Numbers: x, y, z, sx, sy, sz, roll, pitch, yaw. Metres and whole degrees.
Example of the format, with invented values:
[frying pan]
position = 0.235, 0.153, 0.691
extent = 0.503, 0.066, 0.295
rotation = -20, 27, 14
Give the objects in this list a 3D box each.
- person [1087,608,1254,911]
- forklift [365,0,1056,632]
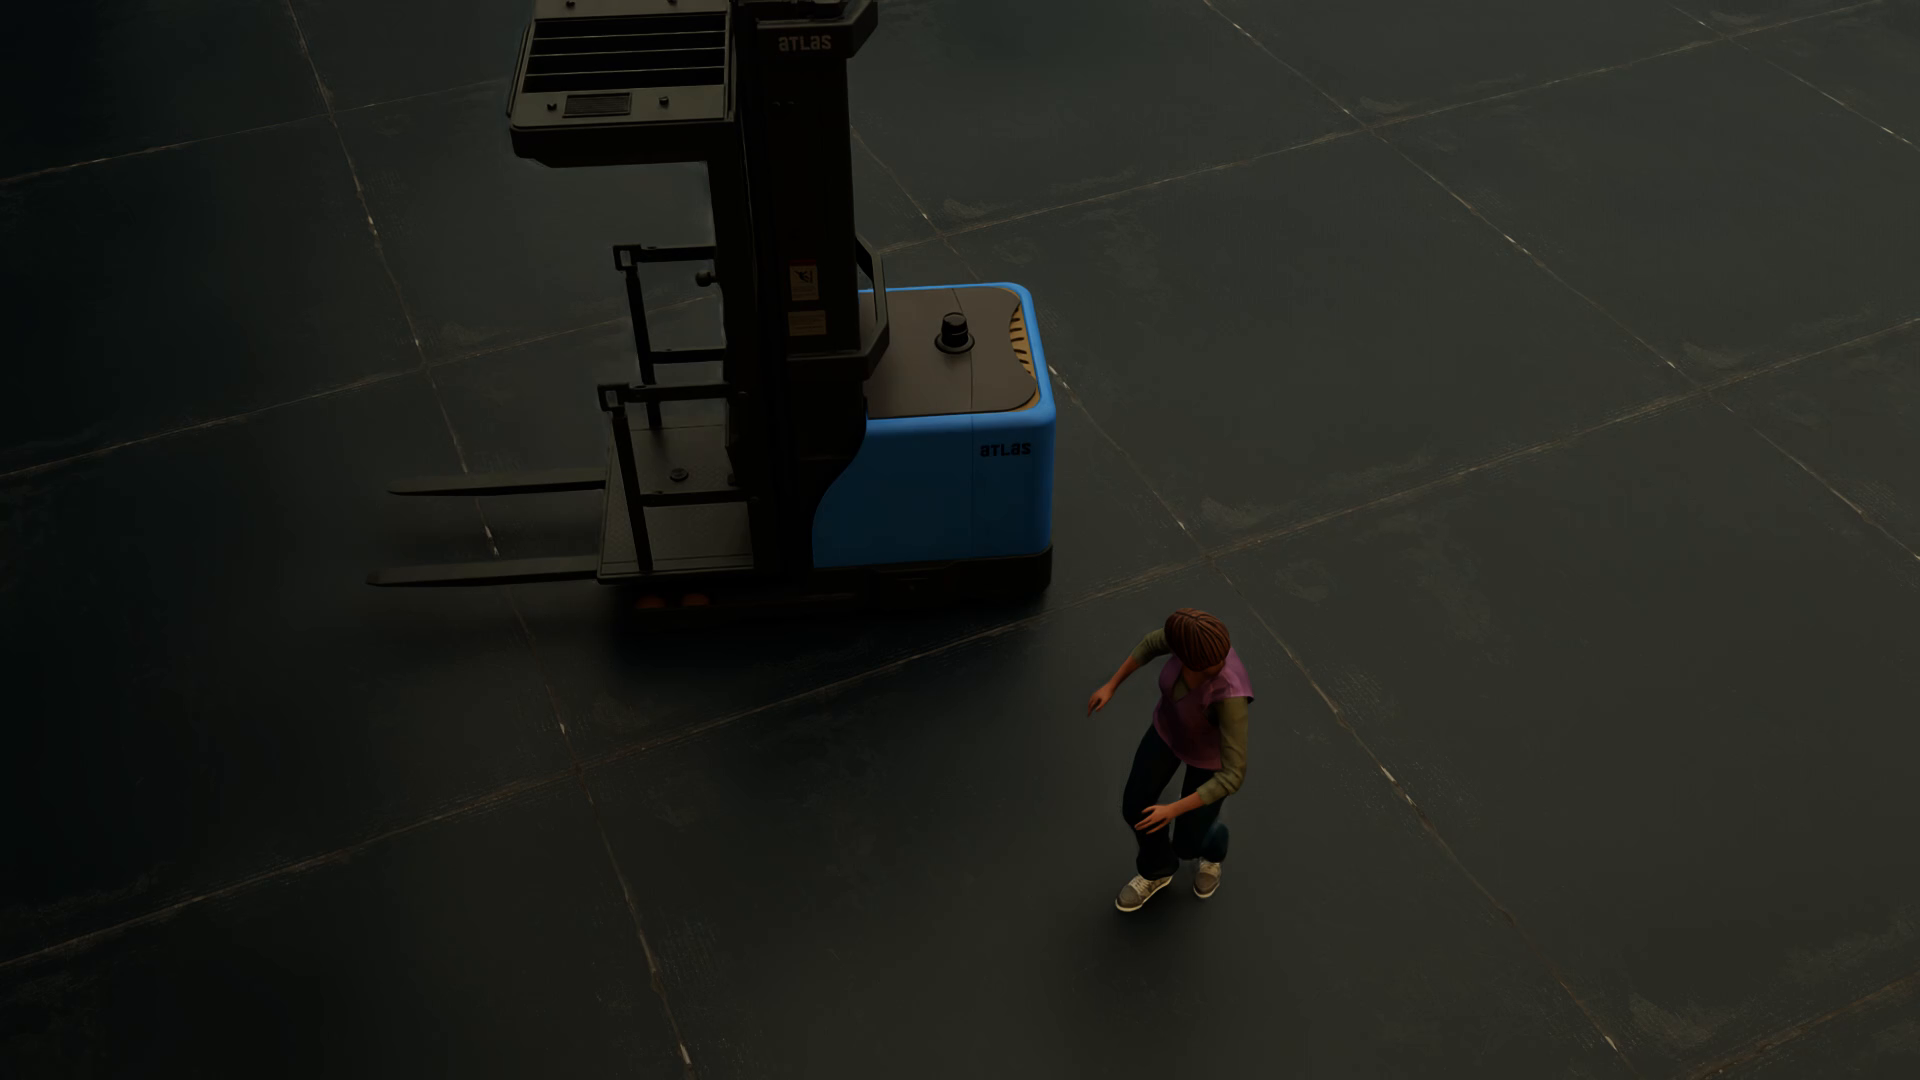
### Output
[person]
position = 0.728, 0.792, 5.883
extent = 0.672, 1.505, 0.694
rotation = -29, 50, -28
[forklift]
position = -1.135, -1.041, 6.796
extent = 3.031, 2.935, 1.130
rotation = -4, 43, -4
